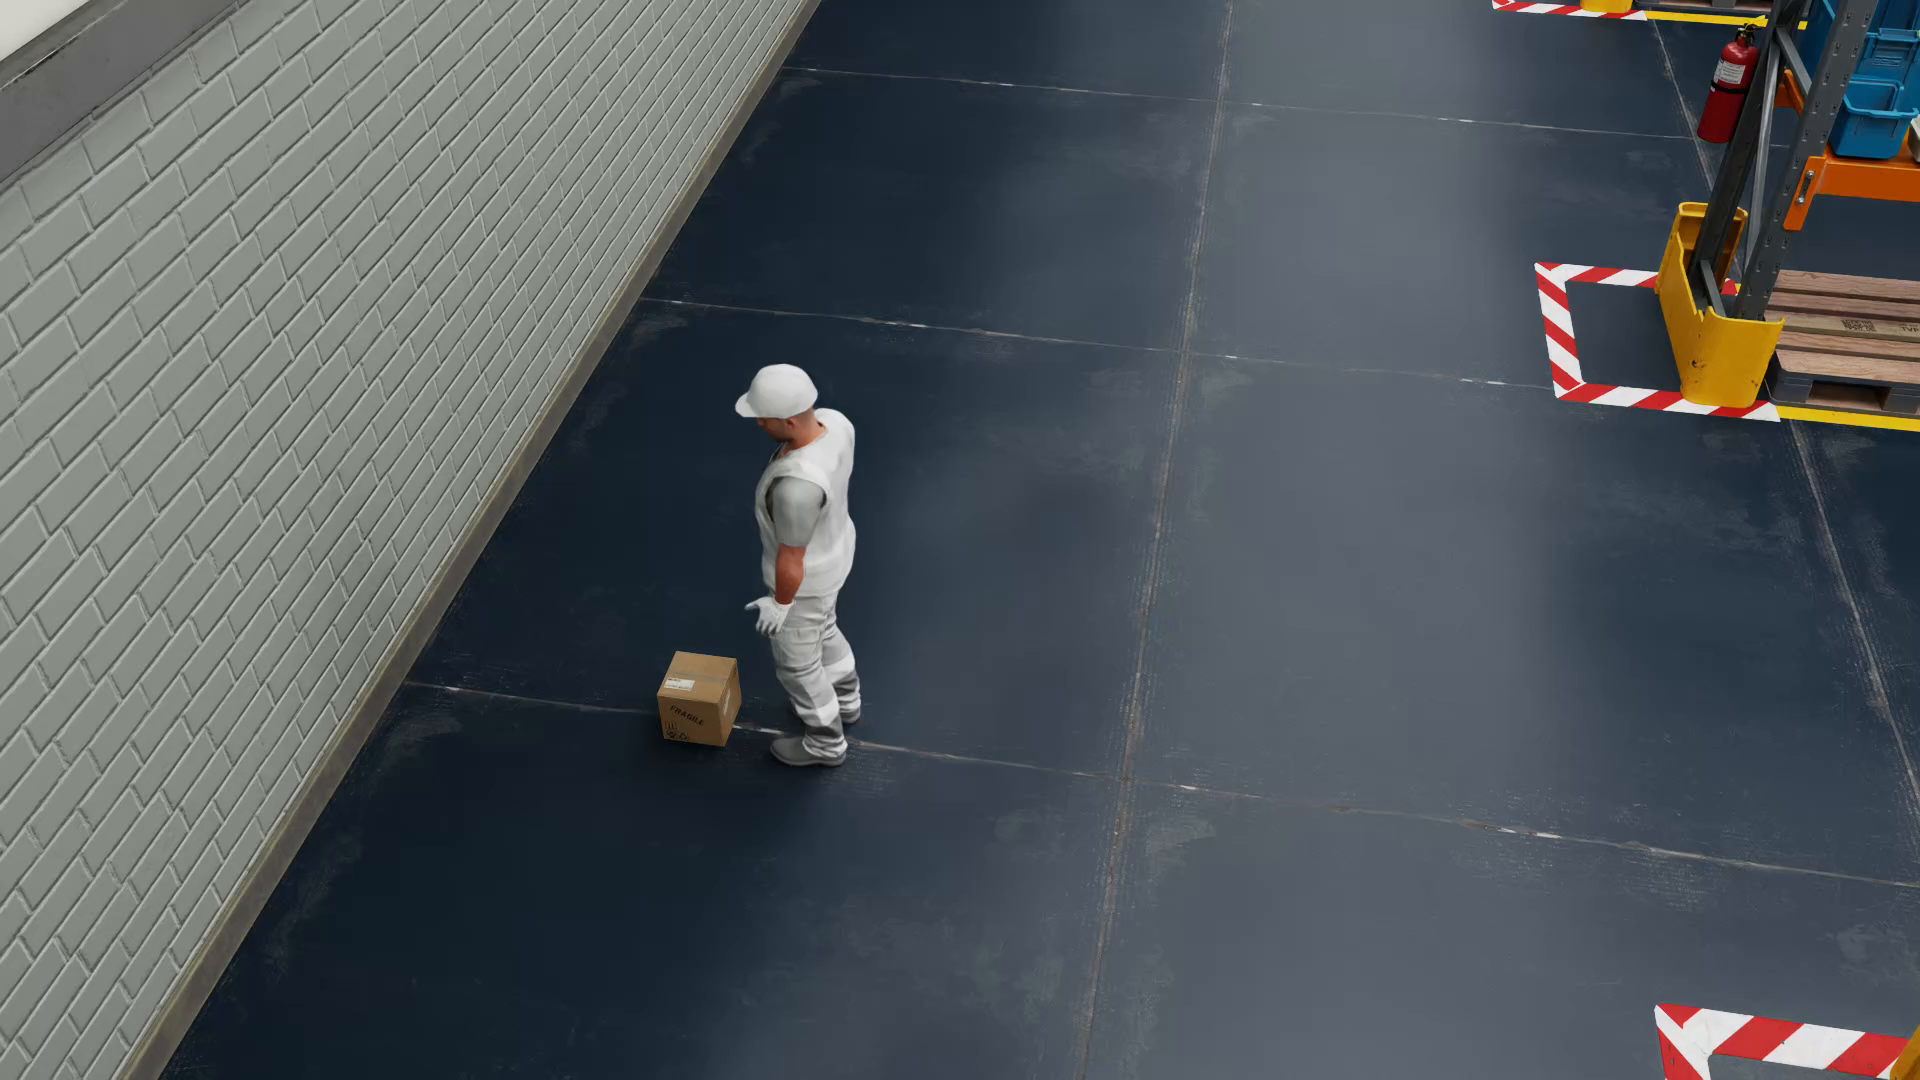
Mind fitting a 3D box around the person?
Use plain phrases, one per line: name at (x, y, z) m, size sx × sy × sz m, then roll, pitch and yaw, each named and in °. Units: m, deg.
person at (-0.564, 0.114, 6.013) m, size 0.364 × 1.776 × 0.529 m, roll 7°, pitch 41°, yaw 9°
